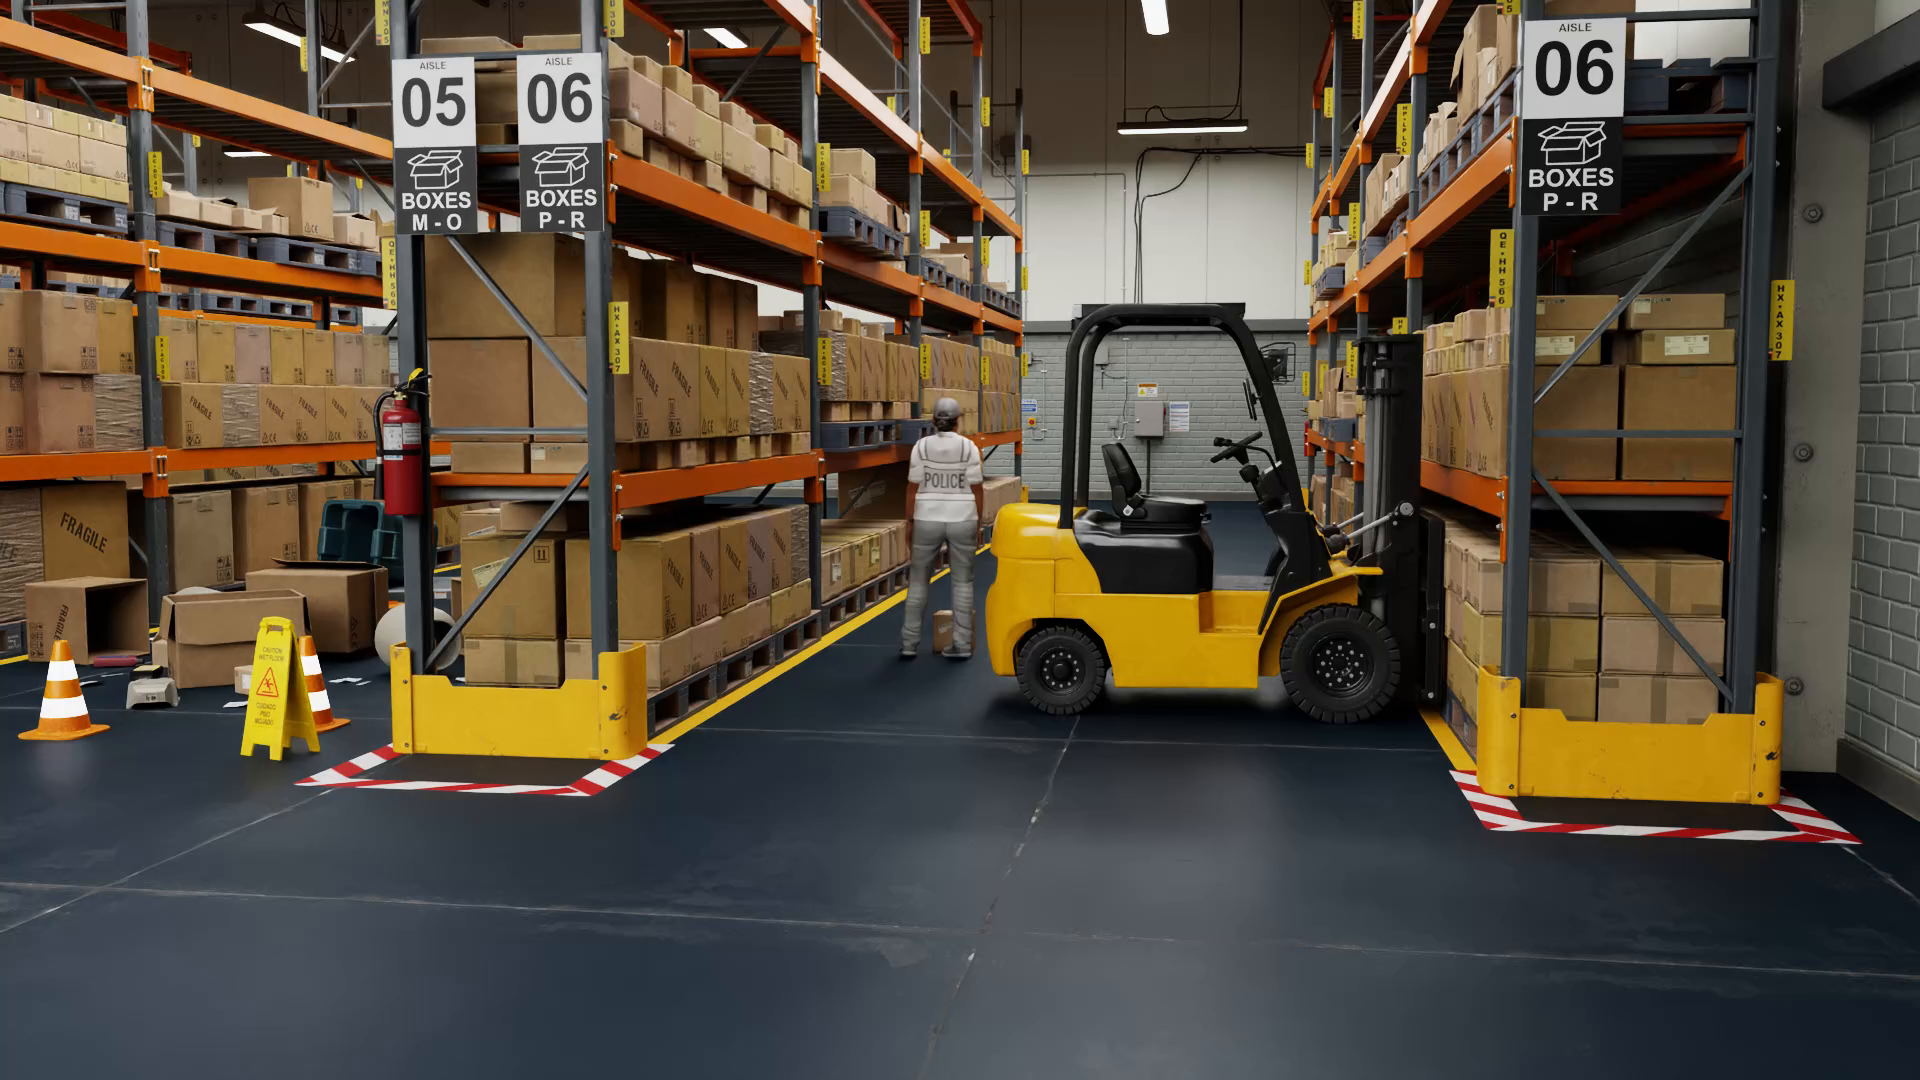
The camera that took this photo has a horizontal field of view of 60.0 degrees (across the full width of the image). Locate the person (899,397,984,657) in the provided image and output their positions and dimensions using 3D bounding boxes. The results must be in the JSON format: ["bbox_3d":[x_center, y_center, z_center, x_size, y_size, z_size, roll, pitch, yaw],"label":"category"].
[{"bbox_3d":[-0.122,-0.075,10.663,0.550,1.674,0.392,0,5,0],"label":"person"}]
